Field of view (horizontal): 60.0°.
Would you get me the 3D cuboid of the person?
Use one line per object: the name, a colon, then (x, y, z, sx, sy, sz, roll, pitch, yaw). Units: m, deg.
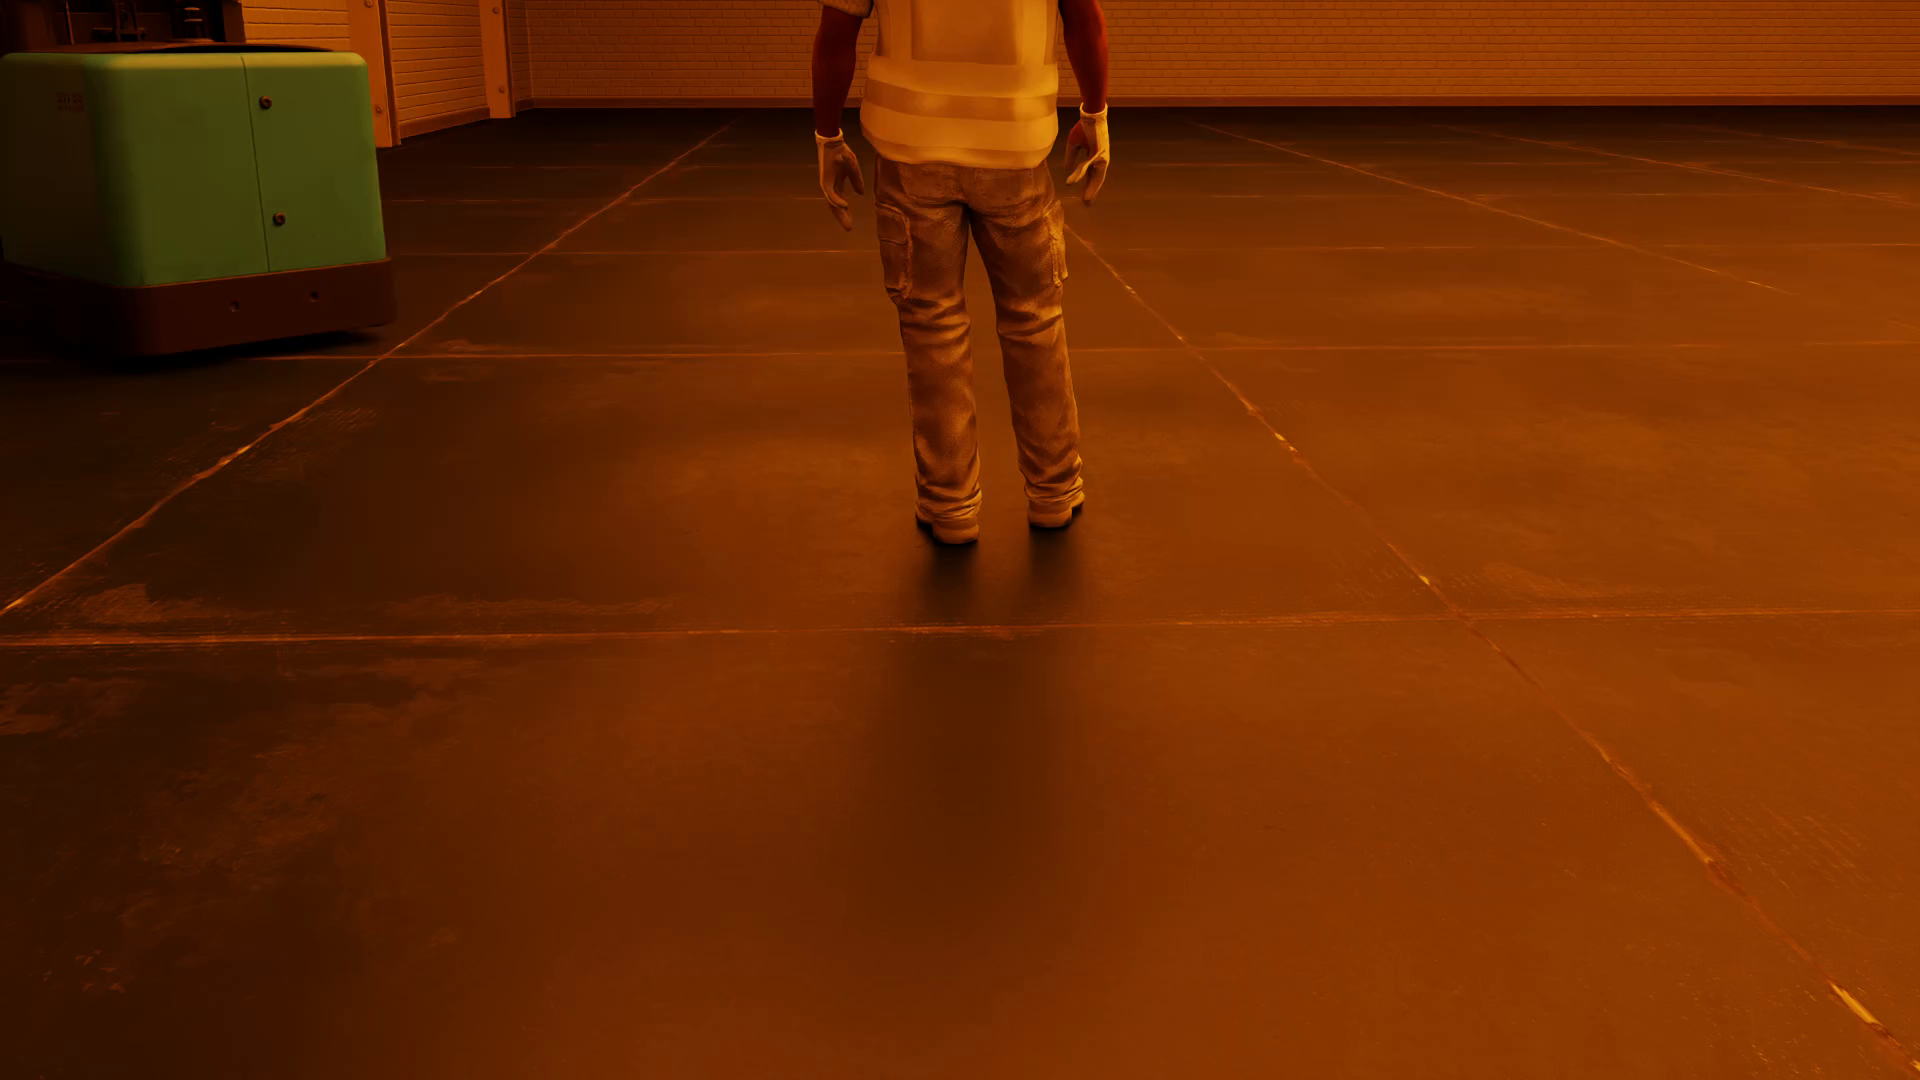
person: (0.005, -0.881, 3.724, 0.656, 1.782, 0.577, -1, 17, -3)

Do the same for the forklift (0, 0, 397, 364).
forklift: (-3.626, -2.359, 6.619, 3.031, 2.935, 1.130, 14, 22, 39)
